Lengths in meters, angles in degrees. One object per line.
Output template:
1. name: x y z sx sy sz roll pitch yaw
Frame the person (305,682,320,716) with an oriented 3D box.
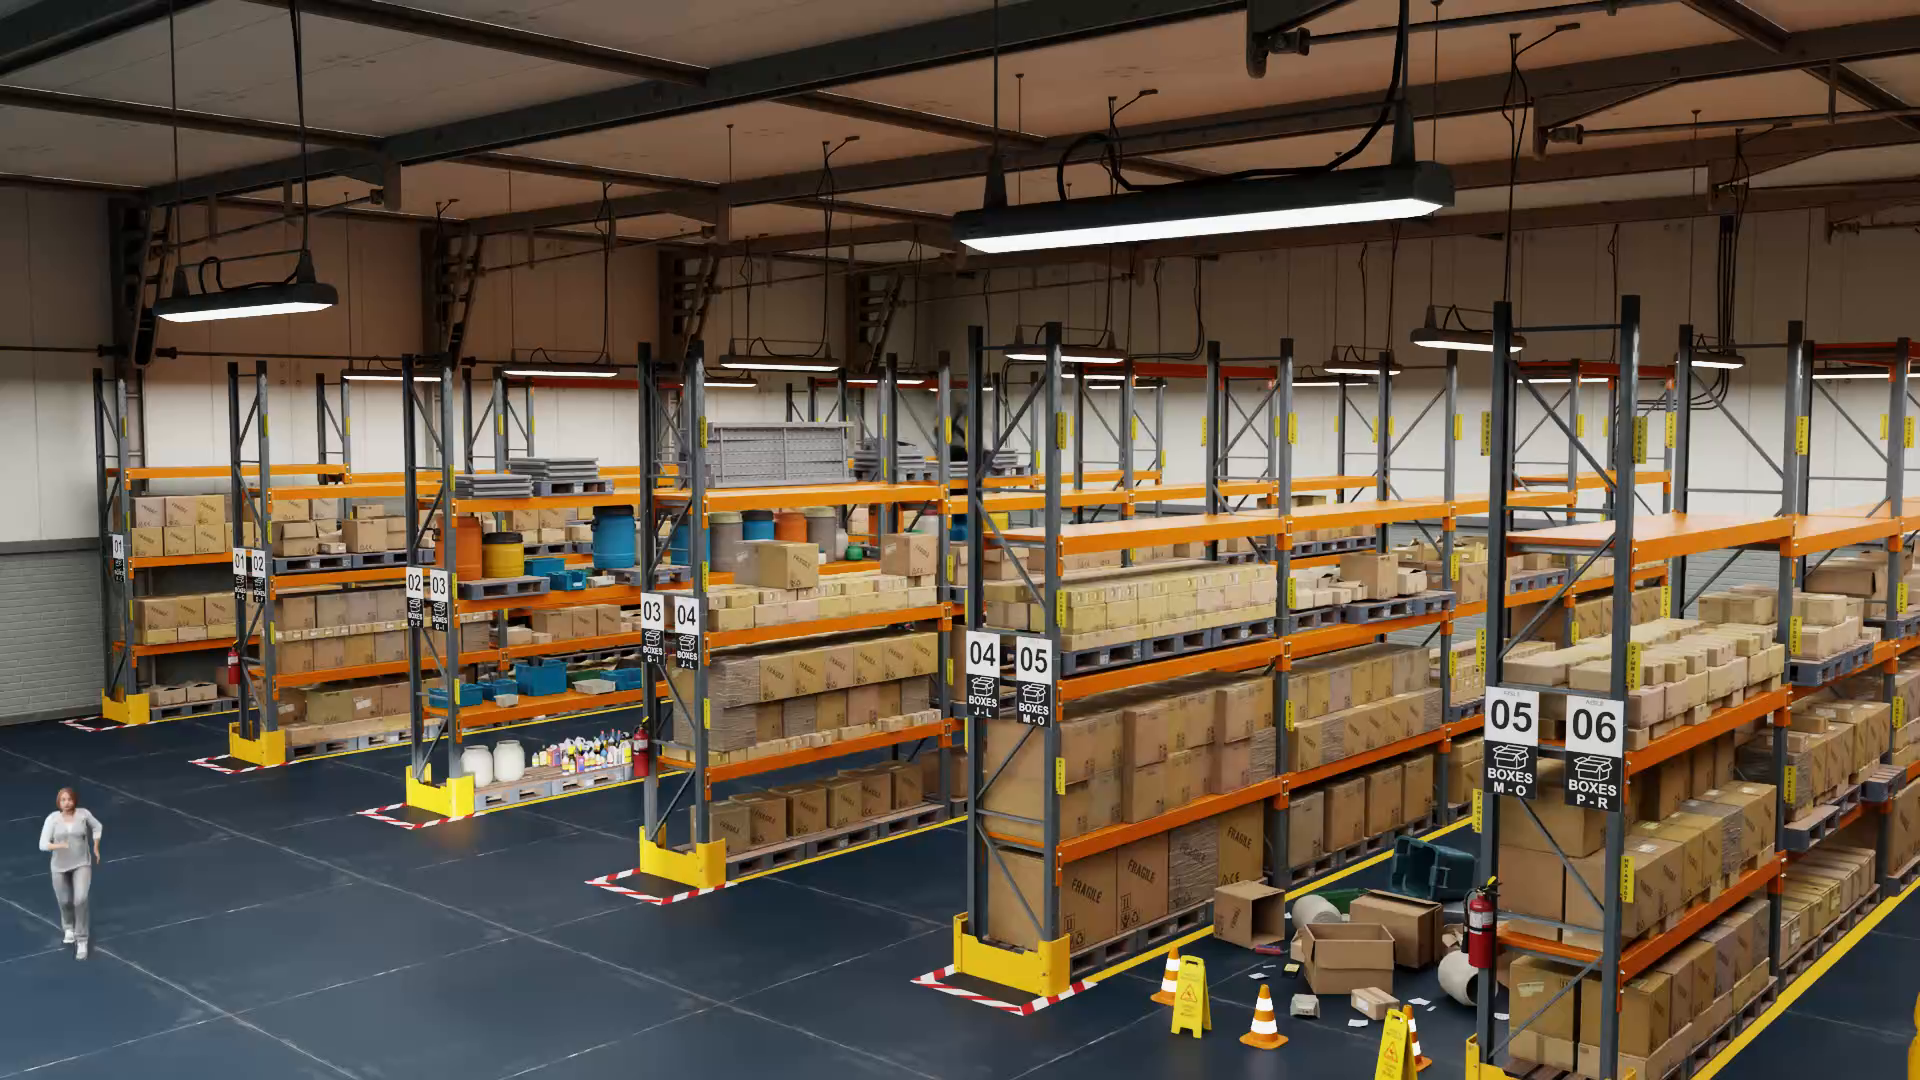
1. person: -10.703 2.295 27.639 0.589 1.706 0.918 3 5 35

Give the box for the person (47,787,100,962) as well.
1. person: -8.542 3.185 16.008 0.474 1.646 0.724 -2 5 -23
